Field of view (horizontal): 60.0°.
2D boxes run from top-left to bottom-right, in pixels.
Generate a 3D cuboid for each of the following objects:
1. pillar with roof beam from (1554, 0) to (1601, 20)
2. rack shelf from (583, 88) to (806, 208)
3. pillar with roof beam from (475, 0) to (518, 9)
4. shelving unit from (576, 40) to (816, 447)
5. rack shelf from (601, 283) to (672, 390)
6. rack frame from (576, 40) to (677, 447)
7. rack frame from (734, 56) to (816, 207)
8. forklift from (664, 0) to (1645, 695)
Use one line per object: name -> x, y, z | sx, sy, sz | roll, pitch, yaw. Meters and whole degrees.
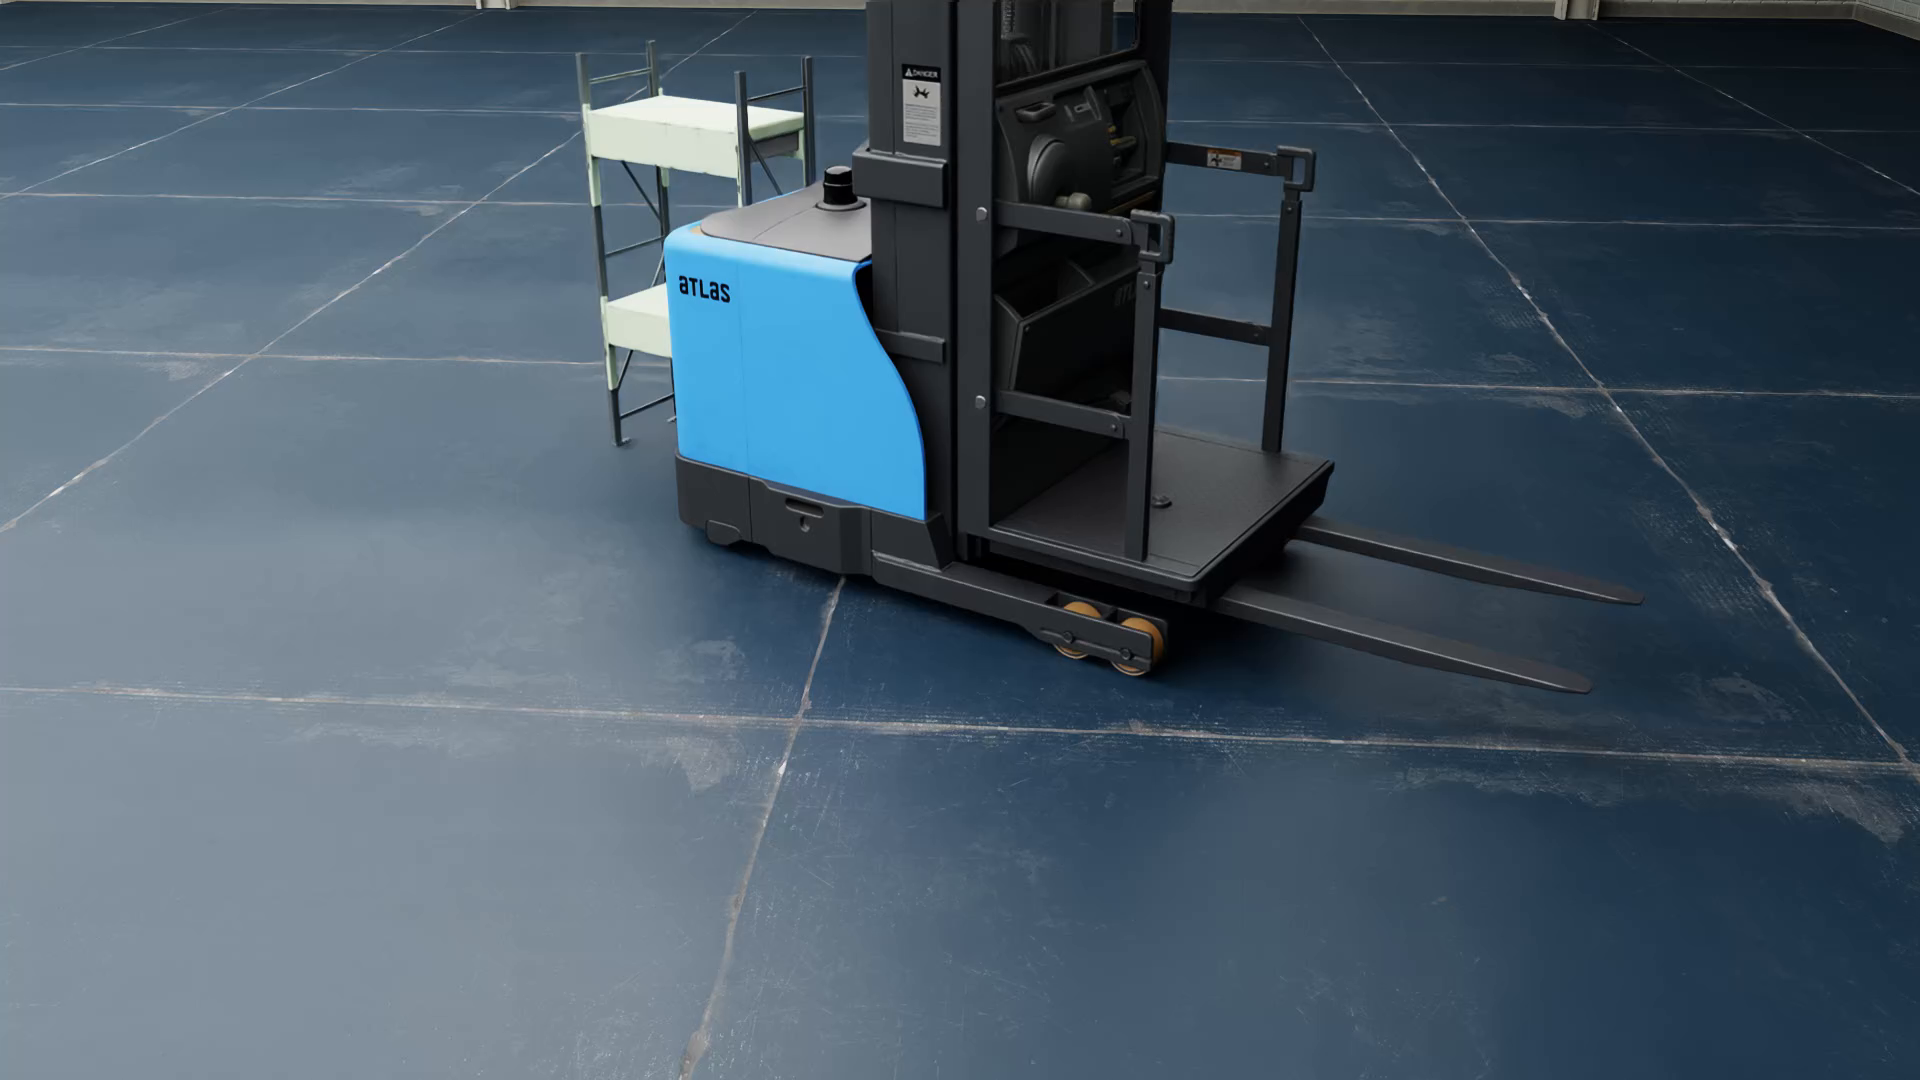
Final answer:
pillar with roof beam -> 6.371, -7.981, 12.329 | 0.400, 9.000, 9.100 | 2, 25, 4
rack shelf -> -0.947, -1.393, 6.049 | 0.720, 0.370, 0.431 | 15, 29, 30
pillar with roof beam -> -5.594, -8.365, 13.163 | 0.400, 9.000, 9.100 | 2, 25, 4
shelving unit -> -0.947, -1.038, 6.212 | 0.755, 1.500, 0.431 | 15, 29, 30
rack shelf -> -0.947, -0.742, 6.348 | 0.720, 0.370, 0.431 | 15, 29, 30
rack frame -> -1.254, -1.121, 6.393 | 0.023, 1.500, 0.400 | 15, 29, 30
rack frame -> -0.639, -0.955, 6.032 | 0.023, 1.500, 0.400 | 15, 29, 30
forklift -> 0.546, -1.186, 4.822 | 3.031, 2.935, 1.130 | 15, 29, 29
